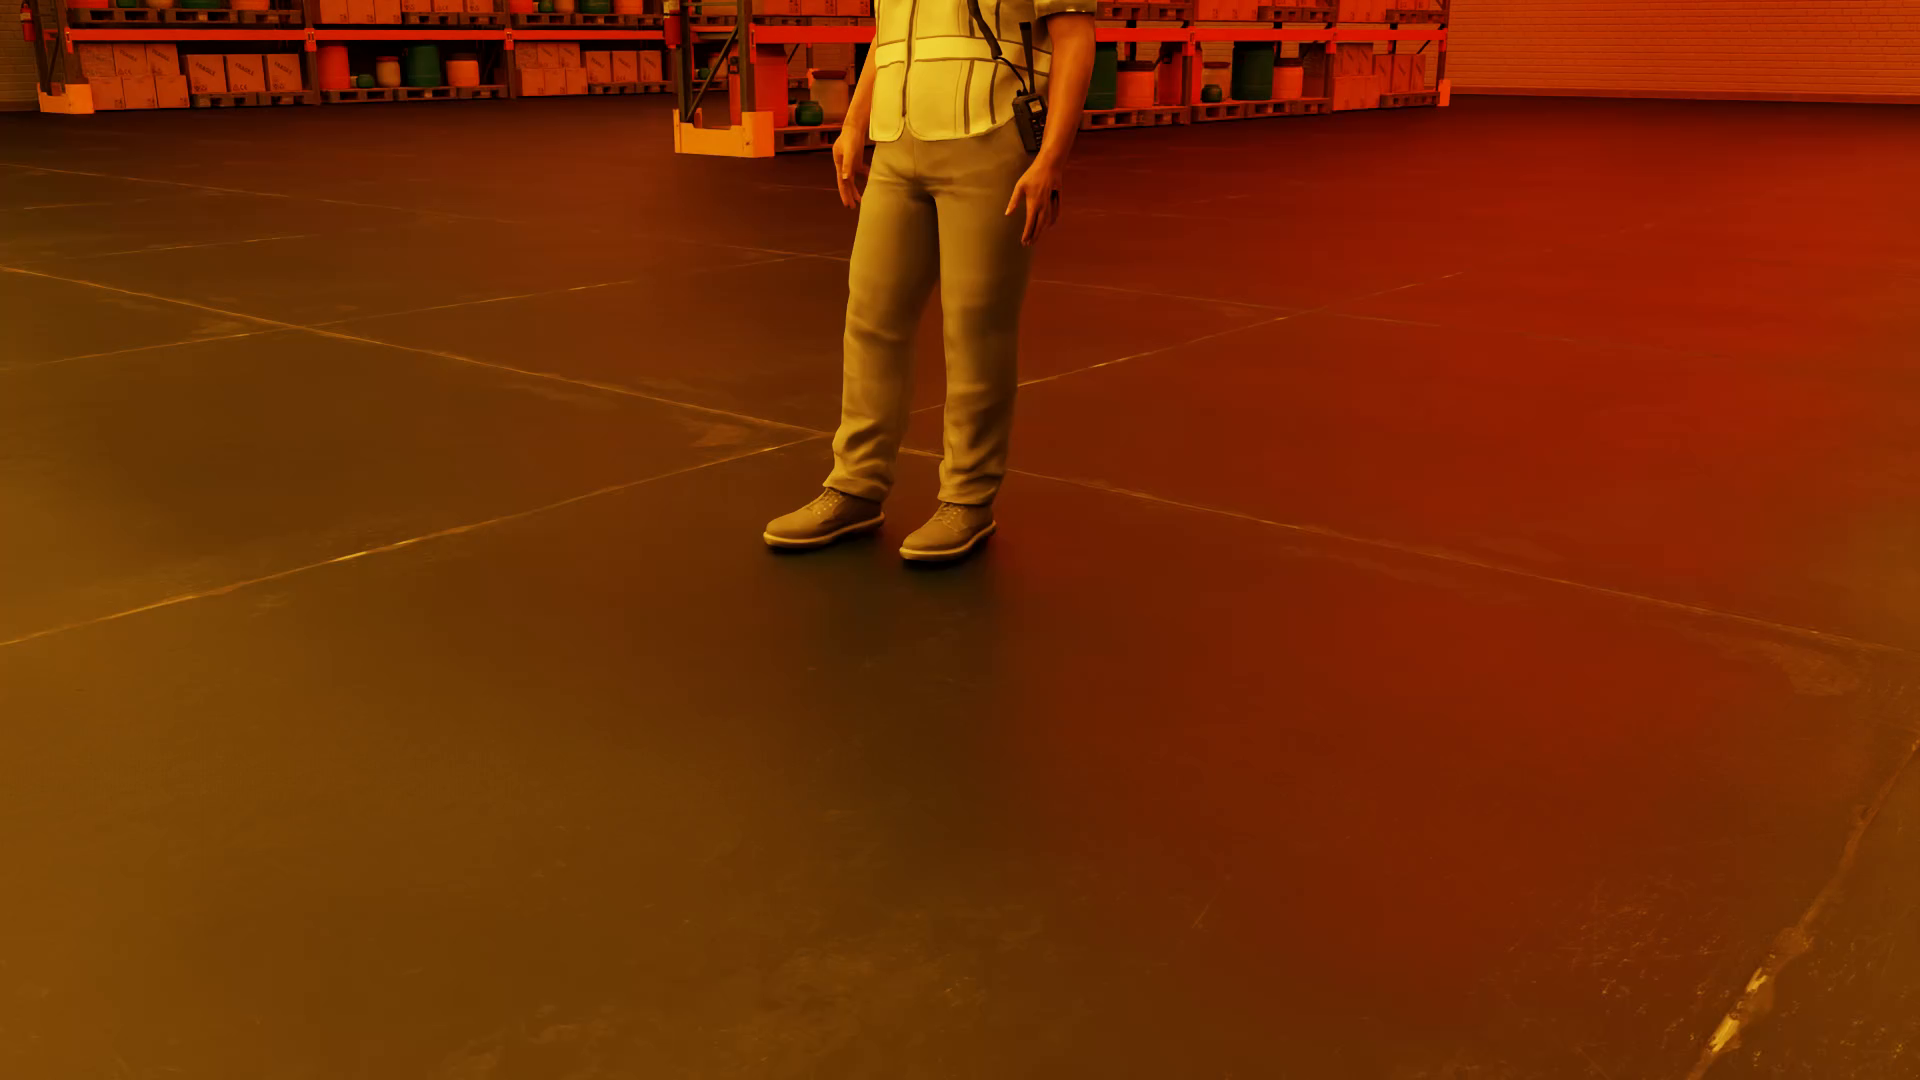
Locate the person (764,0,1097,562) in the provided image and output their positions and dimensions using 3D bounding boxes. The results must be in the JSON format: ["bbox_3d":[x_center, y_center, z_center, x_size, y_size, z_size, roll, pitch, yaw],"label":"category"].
[{"bbox_3d":[-0.059,-0.844,3.631,0.640,1.781,0.575,13,21,37],"label":"person"}]
